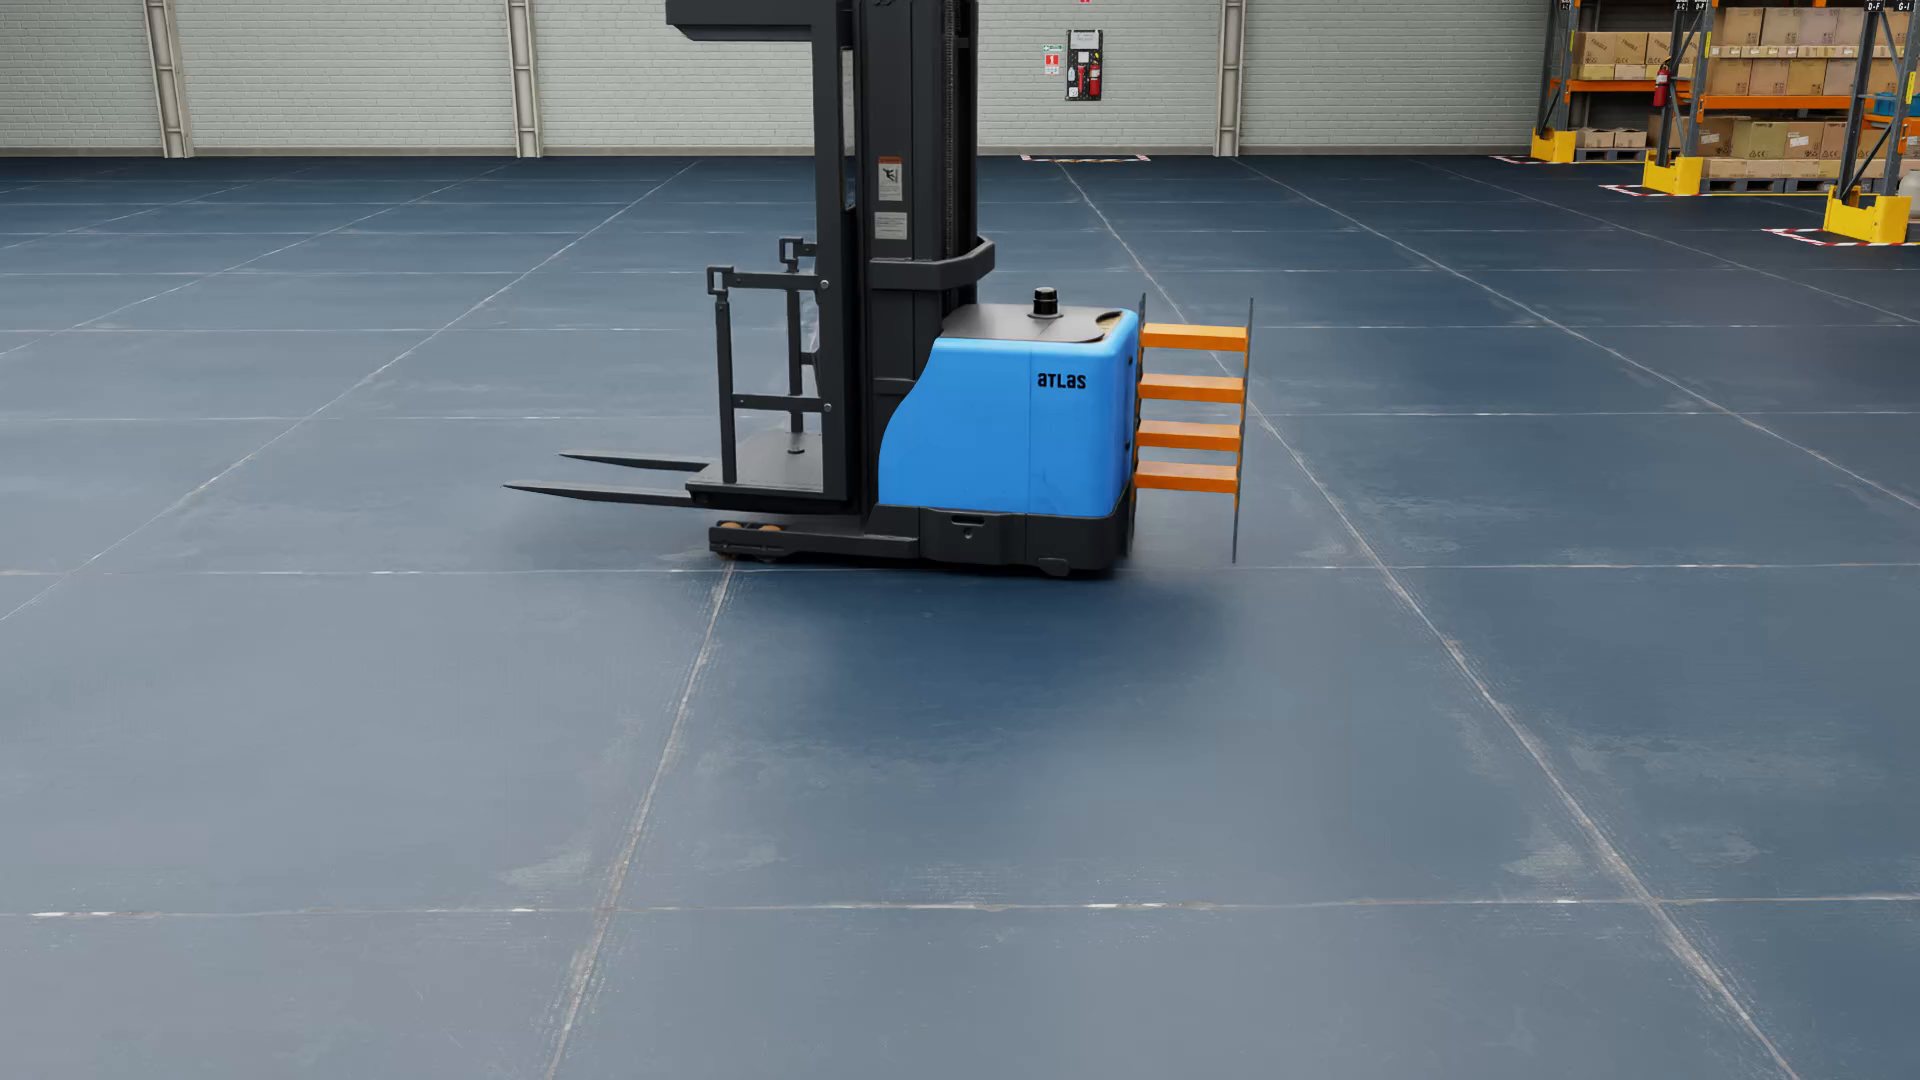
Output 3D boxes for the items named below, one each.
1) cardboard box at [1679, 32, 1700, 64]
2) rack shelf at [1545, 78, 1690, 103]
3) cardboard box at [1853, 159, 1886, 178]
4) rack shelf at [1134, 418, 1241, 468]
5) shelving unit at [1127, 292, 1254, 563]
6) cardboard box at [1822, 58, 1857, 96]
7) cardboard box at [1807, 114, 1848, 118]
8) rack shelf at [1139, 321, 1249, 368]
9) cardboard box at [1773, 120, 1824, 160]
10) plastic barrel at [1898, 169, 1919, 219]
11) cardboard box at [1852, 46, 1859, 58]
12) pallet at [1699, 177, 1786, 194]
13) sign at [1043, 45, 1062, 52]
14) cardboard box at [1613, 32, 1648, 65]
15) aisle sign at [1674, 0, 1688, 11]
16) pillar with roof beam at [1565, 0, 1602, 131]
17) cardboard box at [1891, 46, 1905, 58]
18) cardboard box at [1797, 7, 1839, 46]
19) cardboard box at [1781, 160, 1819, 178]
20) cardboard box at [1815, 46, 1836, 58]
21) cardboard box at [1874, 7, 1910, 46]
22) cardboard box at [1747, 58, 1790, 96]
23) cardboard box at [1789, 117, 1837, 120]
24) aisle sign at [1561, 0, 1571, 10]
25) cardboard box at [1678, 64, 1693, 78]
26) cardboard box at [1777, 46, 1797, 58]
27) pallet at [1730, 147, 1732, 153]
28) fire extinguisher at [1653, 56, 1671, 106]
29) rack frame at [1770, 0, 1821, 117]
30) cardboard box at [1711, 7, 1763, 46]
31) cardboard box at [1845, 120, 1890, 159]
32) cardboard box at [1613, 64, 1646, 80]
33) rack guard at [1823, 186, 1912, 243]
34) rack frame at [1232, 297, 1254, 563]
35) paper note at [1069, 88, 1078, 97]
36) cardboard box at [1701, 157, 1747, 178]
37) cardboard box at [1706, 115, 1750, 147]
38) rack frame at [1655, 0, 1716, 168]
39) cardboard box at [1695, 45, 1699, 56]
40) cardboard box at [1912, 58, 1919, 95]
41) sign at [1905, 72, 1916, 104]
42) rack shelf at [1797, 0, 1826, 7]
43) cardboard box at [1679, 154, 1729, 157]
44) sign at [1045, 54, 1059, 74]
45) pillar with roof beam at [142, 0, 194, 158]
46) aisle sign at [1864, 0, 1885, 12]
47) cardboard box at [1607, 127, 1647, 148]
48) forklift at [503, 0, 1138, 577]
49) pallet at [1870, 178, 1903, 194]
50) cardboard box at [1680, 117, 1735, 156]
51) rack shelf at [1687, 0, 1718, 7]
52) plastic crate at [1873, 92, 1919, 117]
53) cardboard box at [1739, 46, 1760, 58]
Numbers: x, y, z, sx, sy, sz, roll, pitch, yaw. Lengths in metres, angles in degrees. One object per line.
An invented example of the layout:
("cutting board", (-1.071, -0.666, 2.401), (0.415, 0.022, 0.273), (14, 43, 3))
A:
("cardboard box", (11.923, -8.066, 27.267), (0.500, 0.500, 0.500), (0, 18, 1))
("rack shelf", (11.913, -7.522, 27.762), (4.000, 0.370, 1.077), (0, 18, -1))
("cardboard box", (12.535, -5.176, 23.087), (0.500, 0.250, 0.500), (0, 18, -1))
("rack shelf", (1.057, -0.453, 7.701), (0.480, 0.148, 0.258), (4, 18, 9))
("shelving unit", (1.058, -0.517, 7.680), (0.503, 1.200, 0.258), (4, 18, 9))
("cardboard box", (12.010, -6.396, 22.911), (0.500, 0.500, 0.700), (0, 18, 1))
("cardboard box", (14.649, -6.902, 28.024), (0.500, 0.500, 0.700), (0, 18, 1))
("rack shelf", (1.065, -0.891, 7.559), (0.480, 0.148, 0.258), (4, 18, 9))
("cardboard box", (11.535, -5.533, 22.972), (0.500, 0.500, 0.500), (0, 18, -1))
("plastic barrel", (10.727, -3.871, 18.588), (0.421, 0.512, 0.421), (0, 18, 0))
("cardboard box", (12.192, -6.643, 22.619), (0.250, 0.149, 0.380), (0, 18, 1))
("pallet", (10.760, -5.030, 23.383), (1.213, 0.211, 1.003), (0, 18, -1))
("sign", (1.579, -8.388, 28.360), (0.331, 0.109, 0.001), (0, 18, -1))
("cardboard box", (10.890, -8.060, 27.246), (0.500, 0.500, 0.500), (0, 18, -1))
("aisle sign", (9.925, -7.669, 22.787), (0.004, 0.787, 0.394), (0, 18, -1))
("pillar with roof beam", (10.668, -9.664, 23.441), (0.400, 9.000, 9.100), (0, 18, -1))
("cardboard box", (12.709, -6.646, 22.630), (0.250, 0.149, 0.380), (0, 18, -1))
("cardboard box", (11.545, -7.012, 22.709), (0.500, 0.500, 0.700), (0, 18, -1))
("cardboard box", (11.535, -5.173, 23.076), (0.500, 0.250, 0.500), (0, 18, -1))
("cardboard box", (11.679, -6.641, 22.613), (0.250, 0.149, 0.380), (-1, 18, -2))
("cardboard box", (12.546, -7.017, 22.724), (0.500, 0.500, 0.700), (0, 18, -1))
("cardboard box", (10.988, -6.392, 22.898), (0.500, 0.500, 0.700), (0, 18, 1))
("cardboard box", (12.027, -5.694, 23.474), (0.500, 0.500, 0.500), (0, 18, -1))
("aisle sign", (9.847, -9.000, 26.938), (0.004, 0.787, 0.394), (0, 18, -1))
("cardboard box", (11.941, -7.707, 27.376), (0.500, 0.250, 0.500), (0, 18, 0))
("cardboard box", (11.157, -6.638, 22.603), (0.250, 0.149, 0.380), (-1, 18, -2))
("pallet", (13.242, -6.532, 28.064), (1.213, 0.211, 1.003), (0, 18, -1))
("fire extinguisher", (9.870, -6.446, 23.358), (0.183, 0.674, 0.296), (0, 18, -1))
("rack frame", (13.913, -7.874, 27.682), (0.127, 3.000, 1.000), (0, 18, -1))
("cardboard box", (10.516, -7.006, 22.688), (0.500, 0.500, 0.700), (0, 18, -1))
("cardboard box", (12.535, -5.537, 22.984), (0.500, 0.500, 0.500), (0, 18, -1))
("cardboard box", (10.926, -7.705, 27.368), (0.500, 0.250, 0.500), (-1, 18, -3))
("rack guard", (10.145, -3.653, 18.617), (0.348, 0.500, 1.175), (0, 18, -1))
("rack frame", (1.299, -0.500, 7.643), (0.015, 1.200, 0.240), (4, 18, 9))
("paper note", (1.951, -7.694, 28.563), (0.142, 0.148, 0.016), (0, 18, -1))
("cardboard box", (10.535, -5.167, 23.058), (0.500, 0.250, 0.500), (0, 18, -1))
("cardboard box", (12.876, -6.876, 27.943), (0.500, 0.500, 0.500), (-2, 18, -5))
("rack frame", (9.996, -6.342, 22.906), (0.127, 3.000, 1.000), (0, 18, -1))
("cardboard box", (10.375, -6.758, 22.978), (0.250, 0.149, 0.380), (-1, 18, -2))
("cardboard box", (13.024, -6.400, 22.924), (0.500, 0.500, 0.700), (0, 18, -1))
("sign", (10.074, -4.792, 17.623), (0.005, 0.325, 0.100), (0, 18, -1))
("rack shelf", (15.913, -8.969, 27.364), (4.000, 0.370, 1.077), (0, 18, -1))
("cardboard box", (10.527, -5.325, 23.551), (0.500, 0.250, 0.500), (0, 18, -1))
("sign", (1.575, -8.139, 28.449), (0.234, 0.329, 0.001), (0, 18, -1))
("pillar with roof beam", (-13.329, -9.548, 23.080), (0.400, 9.000, 9.100), (0, 18, -1))
("aisle sign", (9.993, -6.157, 18.074), (0.004, 0.787, 0.394), (0, 18, -1))
("cardboard box", (11.177, -6.762, 27.899), (0.500, 0.311, 0.500), (1, 18, 4))
("forklift", (-0.695, -1.448, 7.762), (3.031, 2.935, 1.130), (4, 18, 12))
("pallet", (13.199, -5.042, 23.420), (1.213, 0.211, 1.003), (0, 18, -1))
("cardboard box", (10.527, -5.683, 23.438), (0.500, 0.500, 0.500), (0, 18, -1))
("rack shelf", (11.995, -7.437, 22.587), (4.000, 0.370, 1.077), (0, 18, -1))
("plastic crate", (10.566, -4.852, 18.505), (0.616, 0.251, 0.499), (0, 18, -1))
("cardboard box", (10.655, -6.636, 22.599), (0.250, 0.149, 0.380), (-1, 18, -2))
